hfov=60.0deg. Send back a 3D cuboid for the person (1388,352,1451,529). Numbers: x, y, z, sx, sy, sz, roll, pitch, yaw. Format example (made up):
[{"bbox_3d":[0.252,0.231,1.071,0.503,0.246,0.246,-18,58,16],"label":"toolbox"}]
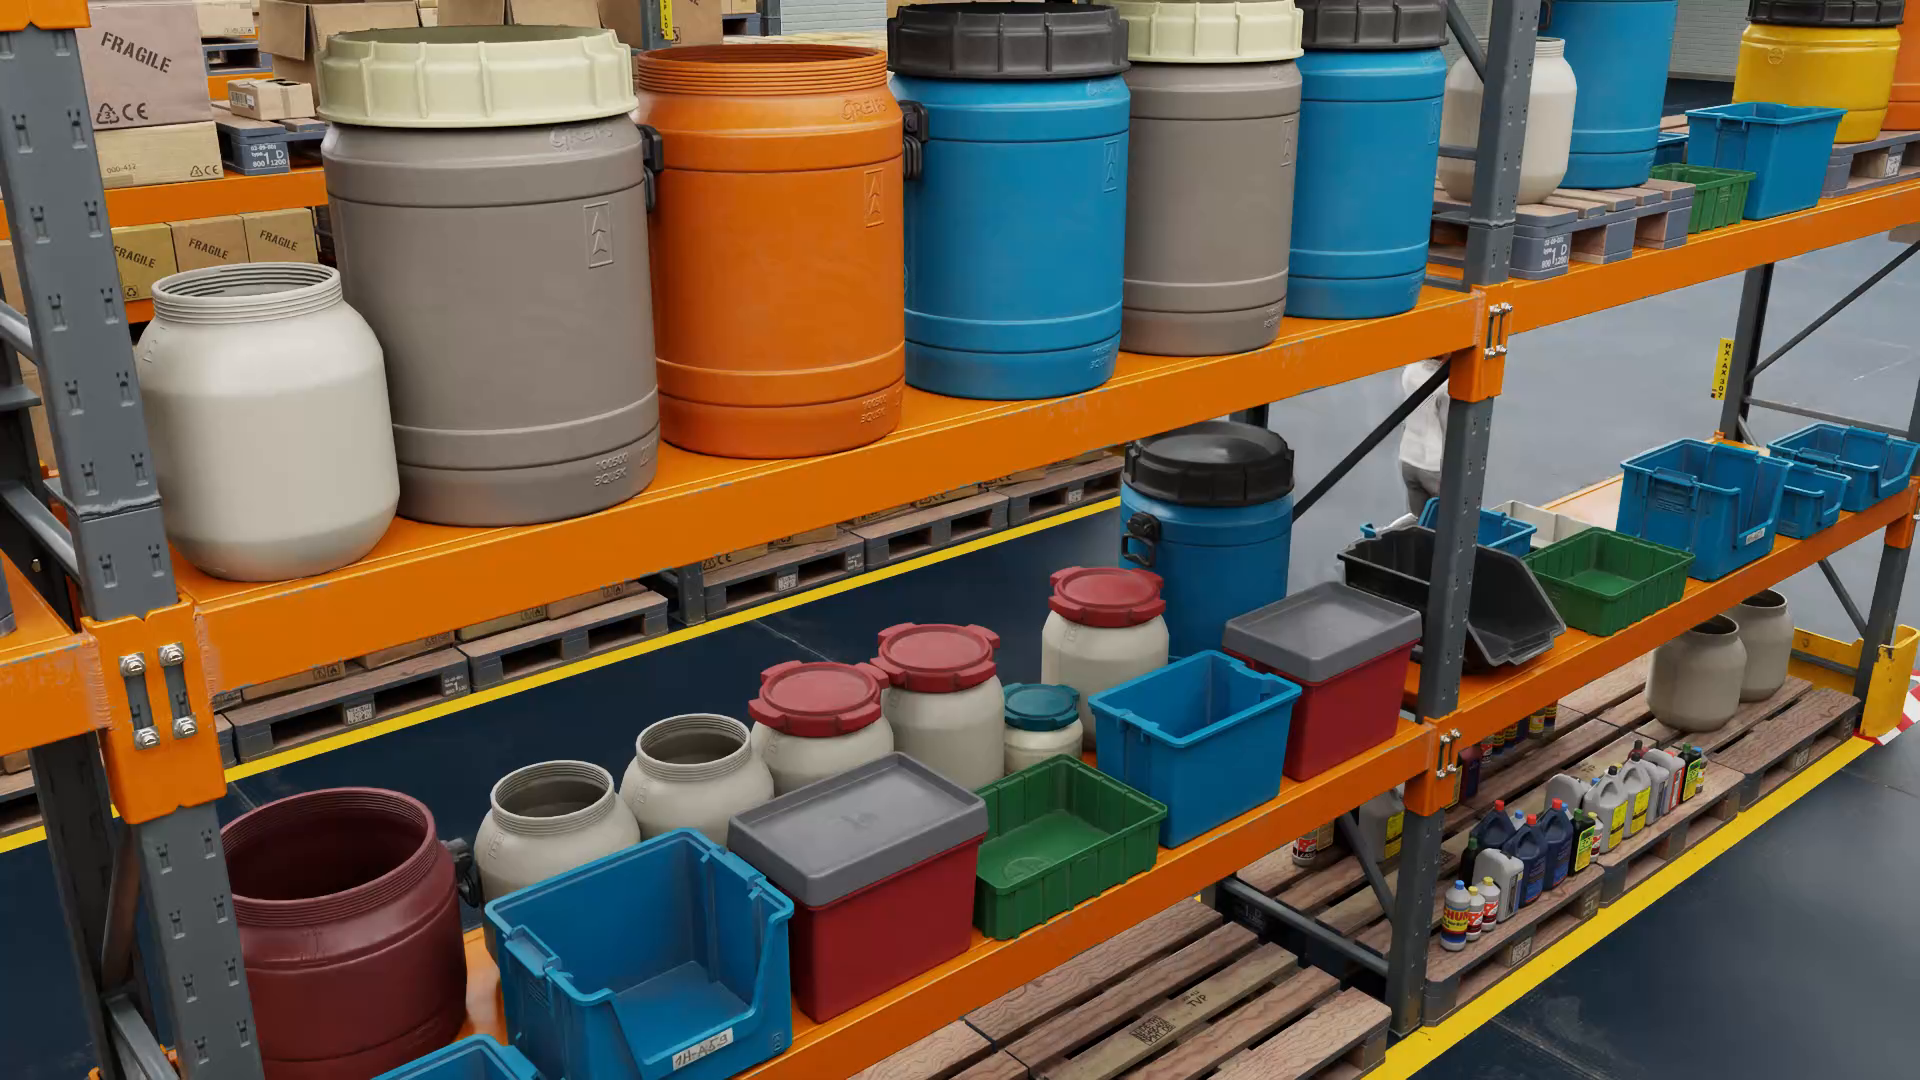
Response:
[{"bbox_3d":[2.724,-0.443,9.655,0.704,1.755,0.534,-8,22,-21],"label":"person"}]
